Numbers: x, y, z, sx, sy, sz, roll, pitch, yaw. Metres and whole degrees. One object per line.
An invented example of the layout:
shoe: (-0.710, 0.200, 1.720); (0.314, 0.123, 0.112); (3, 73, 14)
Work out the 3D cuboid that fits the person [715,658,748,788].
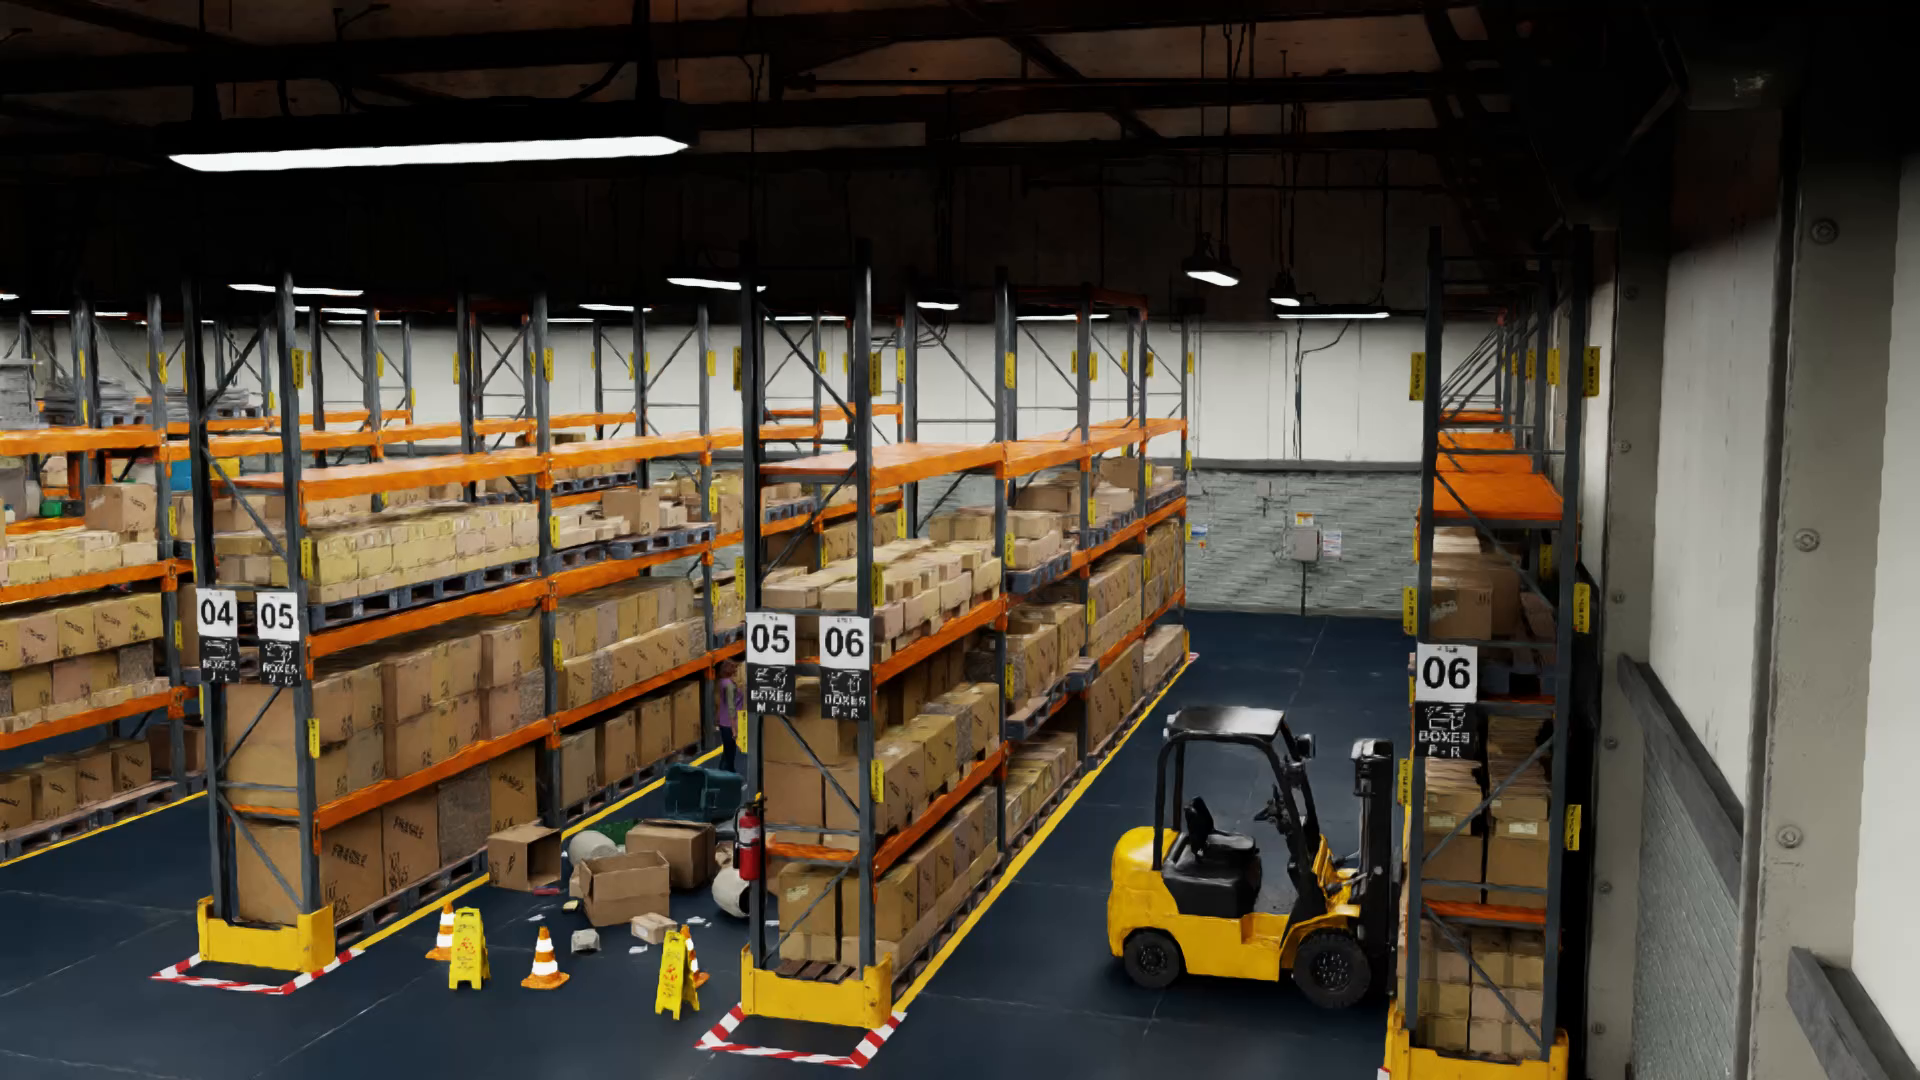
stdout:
person: (-2.681, 2.177, 19.555); (0.405, 1.600, 0.468); (-2, 7, -16)
